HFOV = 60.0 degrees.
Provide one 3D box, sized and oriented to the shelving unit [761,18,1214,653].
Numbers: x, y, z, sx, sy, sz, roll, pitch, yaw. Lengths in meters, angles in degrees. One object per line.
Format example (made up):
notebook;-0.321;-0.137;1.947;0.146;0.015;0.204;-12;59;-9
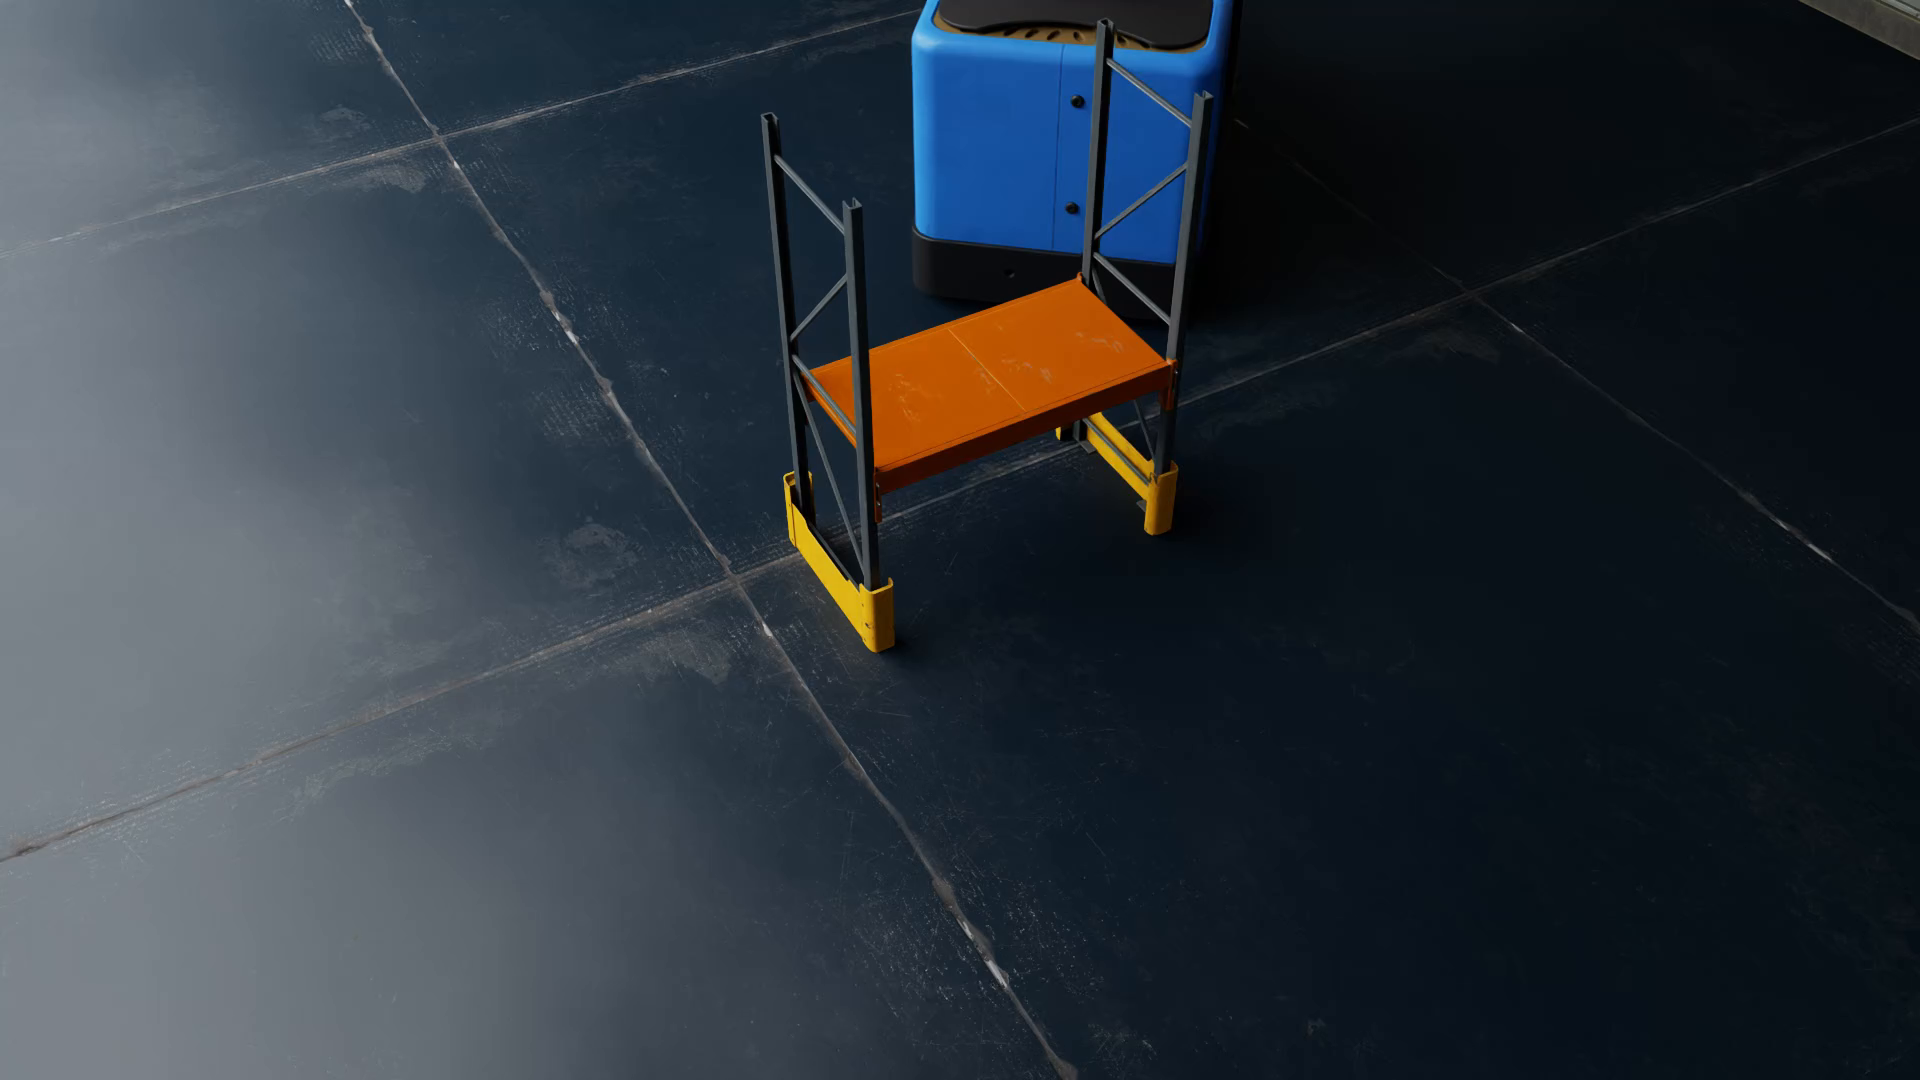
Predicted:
shelving unit;0.066;-0.565;4.755;1.083;1.500;0.587;-22;48;-21

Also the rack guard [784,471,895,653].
rack guard;-0.366;0.057;5.012;0.087;0.250;0.587;-22;48;-21

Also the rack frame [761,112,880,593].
rack frame;-0.367;-0.391;4.576;0.032;1.500;0.500;-22;48;-21

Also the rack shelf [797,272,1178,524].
rack shelf;0.074;-0.439;4.883;1.000;0.185;0.538;-22;48;-21

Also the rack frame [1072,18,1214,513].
rack frame;0.515;-0.744;4.940;0.032;1.500;0.500;-22;48;-21

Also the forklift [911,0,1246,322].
forklift;0.604;-2.871;6.103;1.130;2.935;3.031;7;45;8

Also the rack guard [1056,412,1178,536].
rack guard;0.498;-0.289;5.368;0.087;0.250;0.587;-22;48;-21
